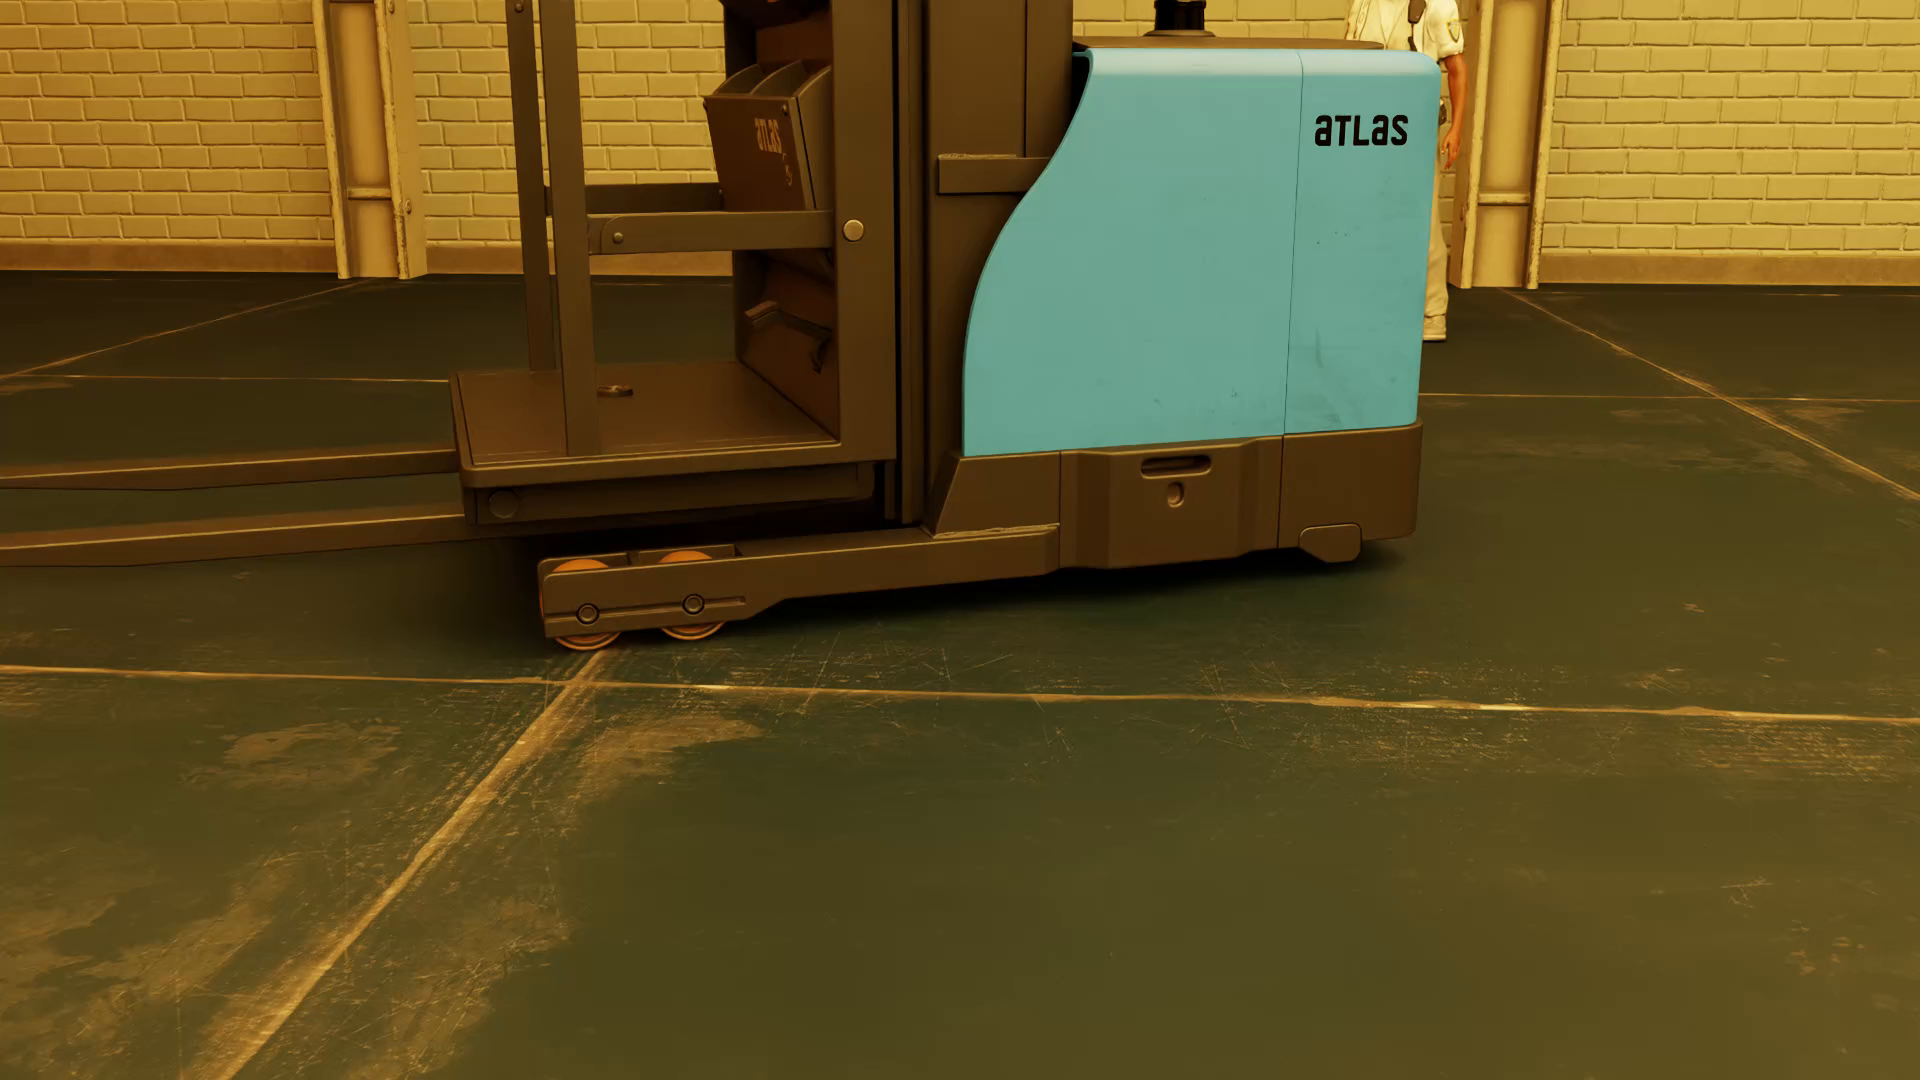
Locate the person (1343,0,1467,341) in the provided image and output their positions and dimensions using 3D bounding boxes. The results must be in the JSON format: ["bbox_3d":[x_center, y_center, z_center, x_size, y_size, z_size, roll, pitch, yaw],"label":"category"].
[{"bbox_3d":[1.783,-1.674,6.826,0.597,1.660,0.405,9,18,31],"label":"person"}]

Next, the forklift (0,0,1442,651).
[{"bbox_3d":[-0.580,-1.366,3.251,3.031,2.935,1.130,-5,16,-17],"label":"forklift"}]
